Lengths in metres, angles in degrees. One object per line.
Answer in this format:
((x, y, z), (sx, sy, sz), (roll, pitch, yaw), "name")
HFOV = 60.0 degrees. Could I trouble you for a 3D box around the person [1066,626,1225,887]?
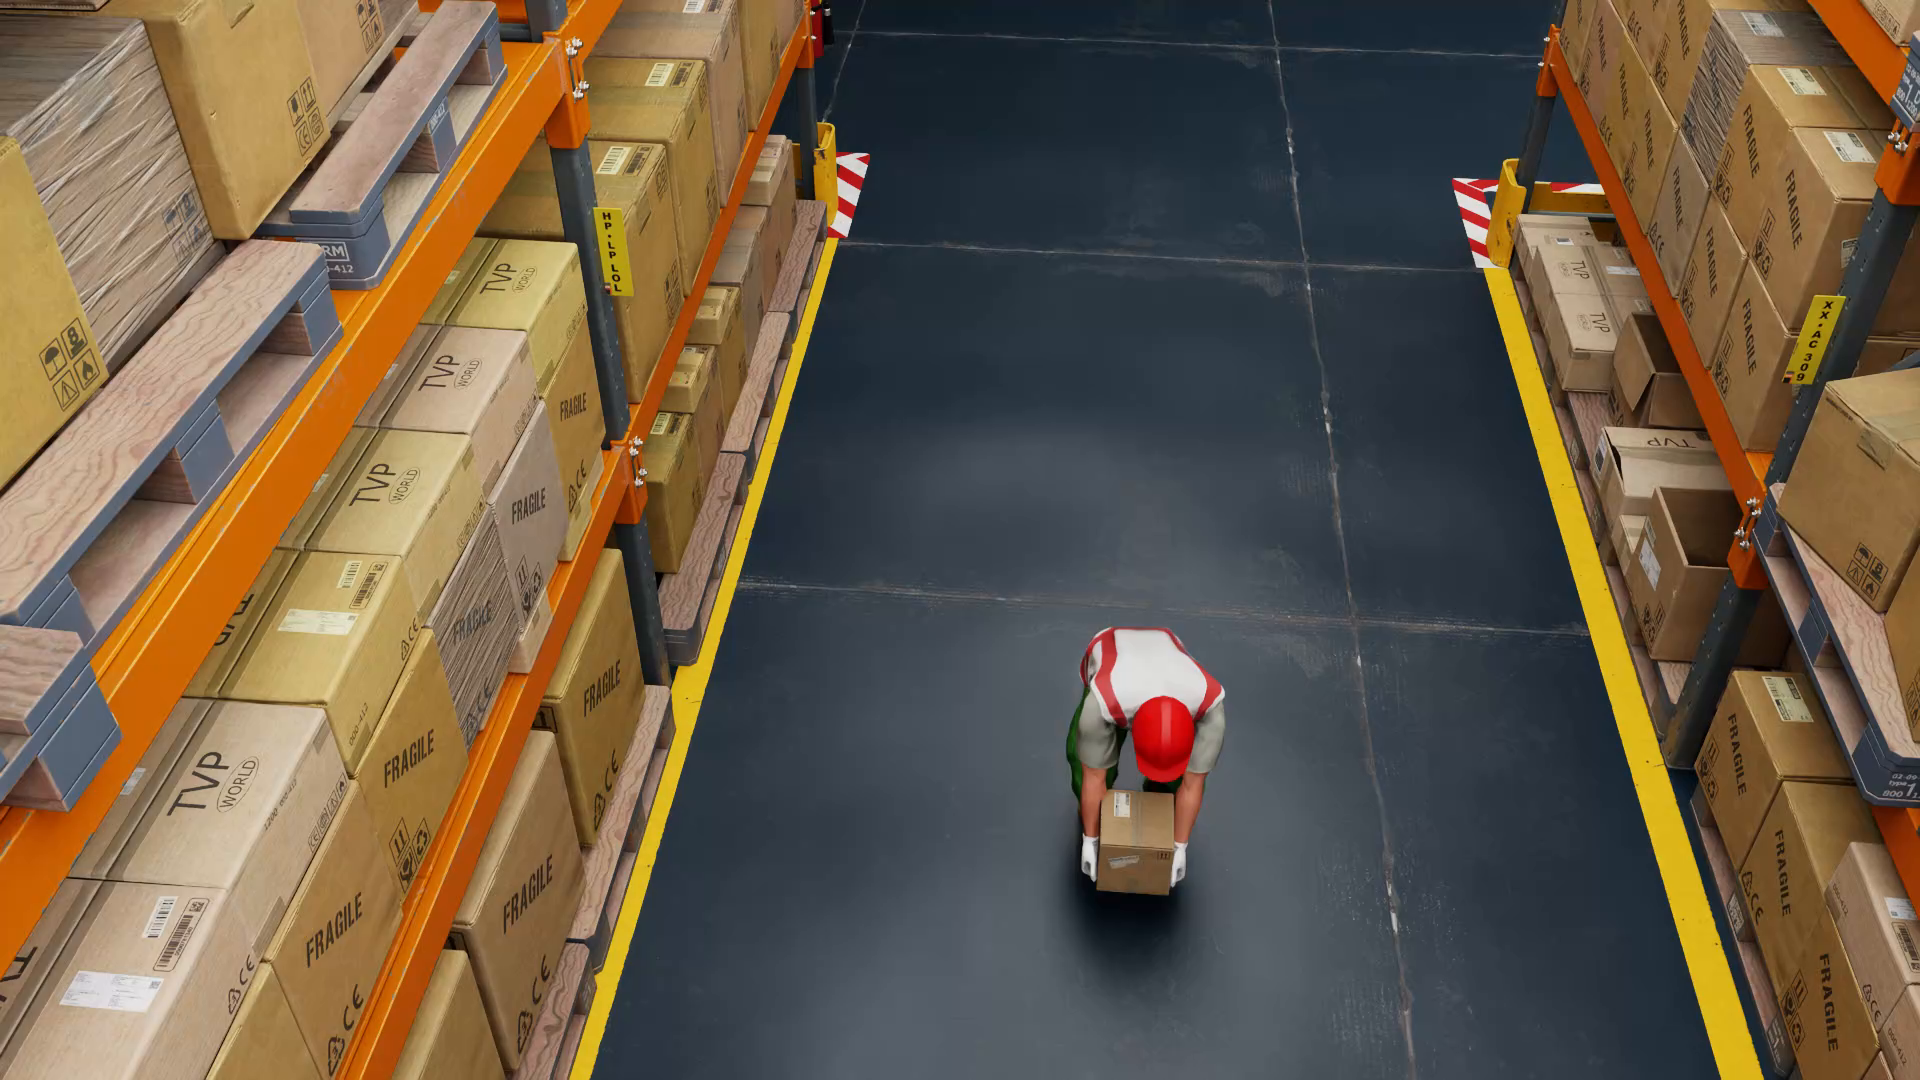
((0.648, 0.709, 5.909), (0.534, 0.996, 0.894), (2, 40, 3), "person")
